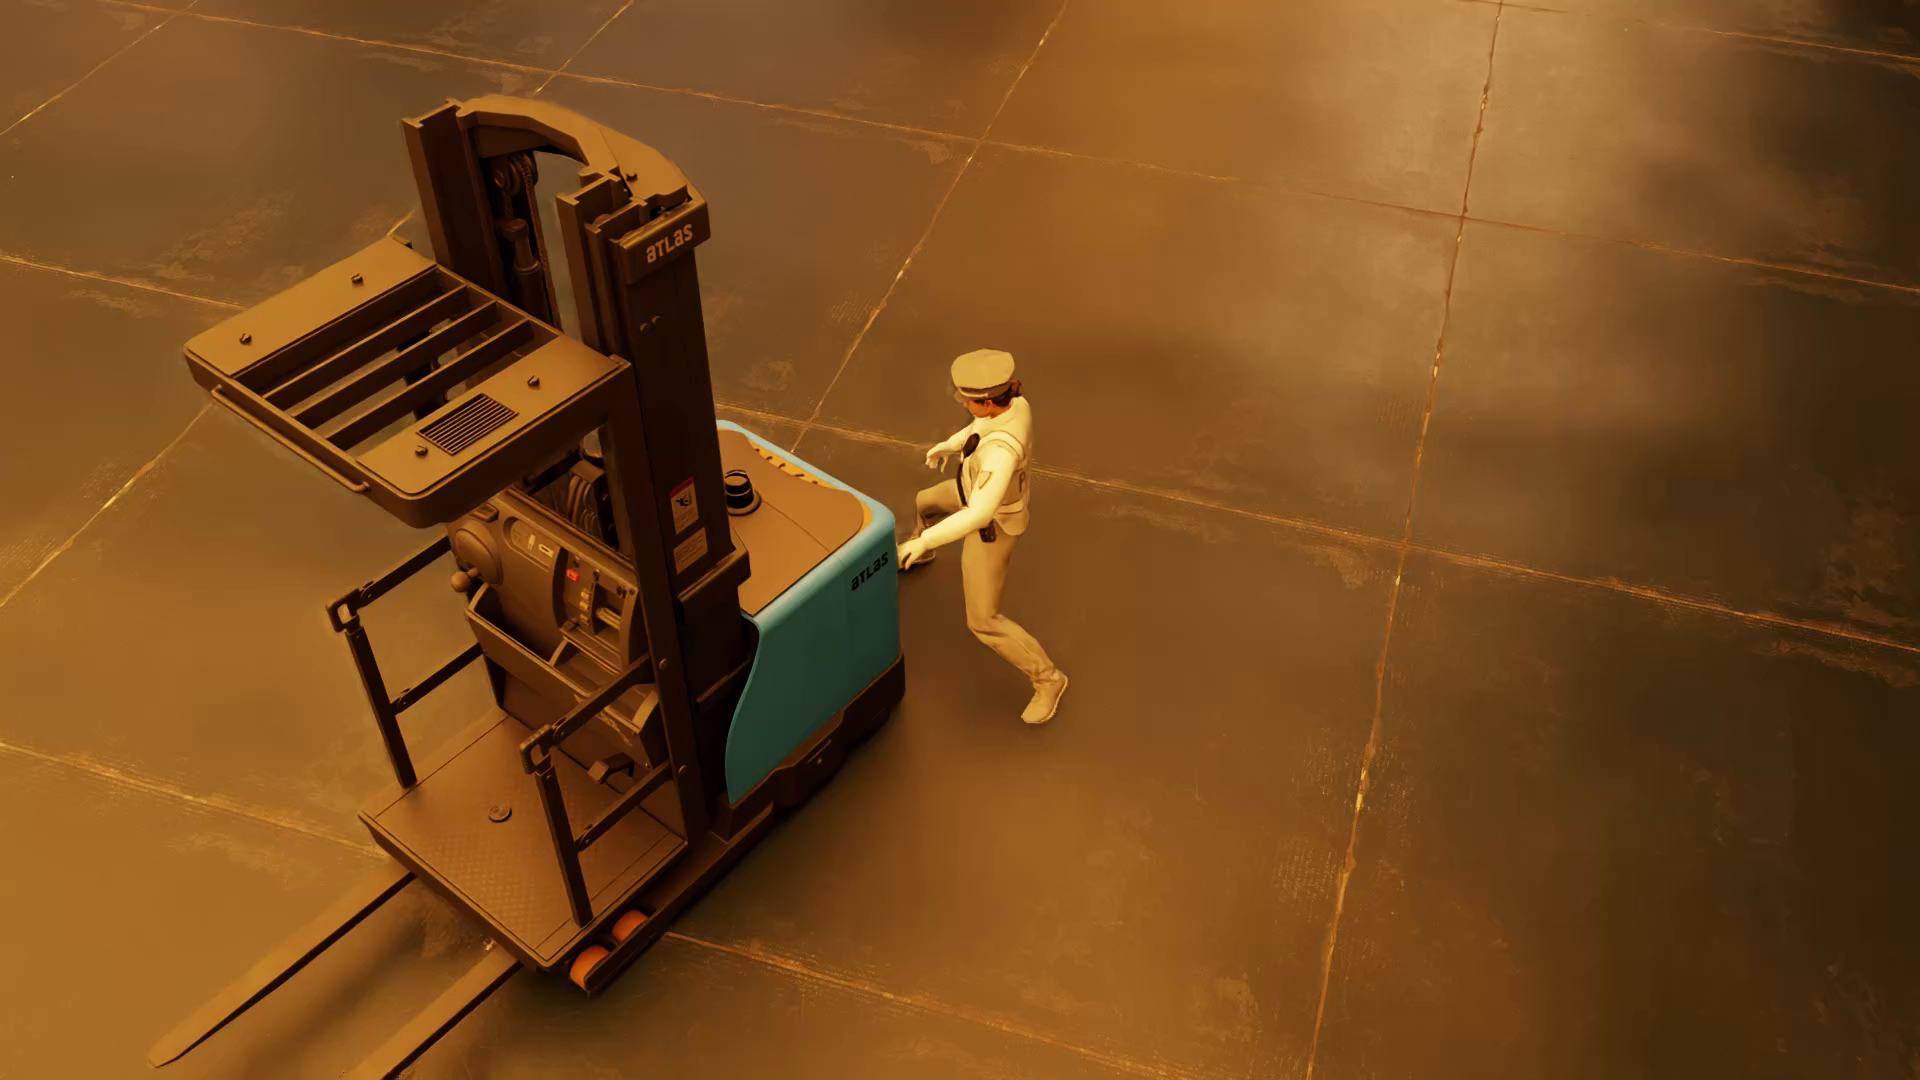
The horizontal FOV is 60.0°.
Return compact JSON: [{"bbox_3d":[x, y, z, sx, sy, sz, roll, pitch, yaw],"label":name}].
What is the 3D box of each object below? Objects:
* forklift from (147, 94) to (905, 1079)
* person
[{"bbox_3d":[-1.546,0.182,5.493,1.130,2.935,3.031,29,50,27],"label":"forklift"},{"bbox_3d":[0.033,-0.115,6.903,0.928,1.518,1.001,4,43,4],"label":"person"}]
